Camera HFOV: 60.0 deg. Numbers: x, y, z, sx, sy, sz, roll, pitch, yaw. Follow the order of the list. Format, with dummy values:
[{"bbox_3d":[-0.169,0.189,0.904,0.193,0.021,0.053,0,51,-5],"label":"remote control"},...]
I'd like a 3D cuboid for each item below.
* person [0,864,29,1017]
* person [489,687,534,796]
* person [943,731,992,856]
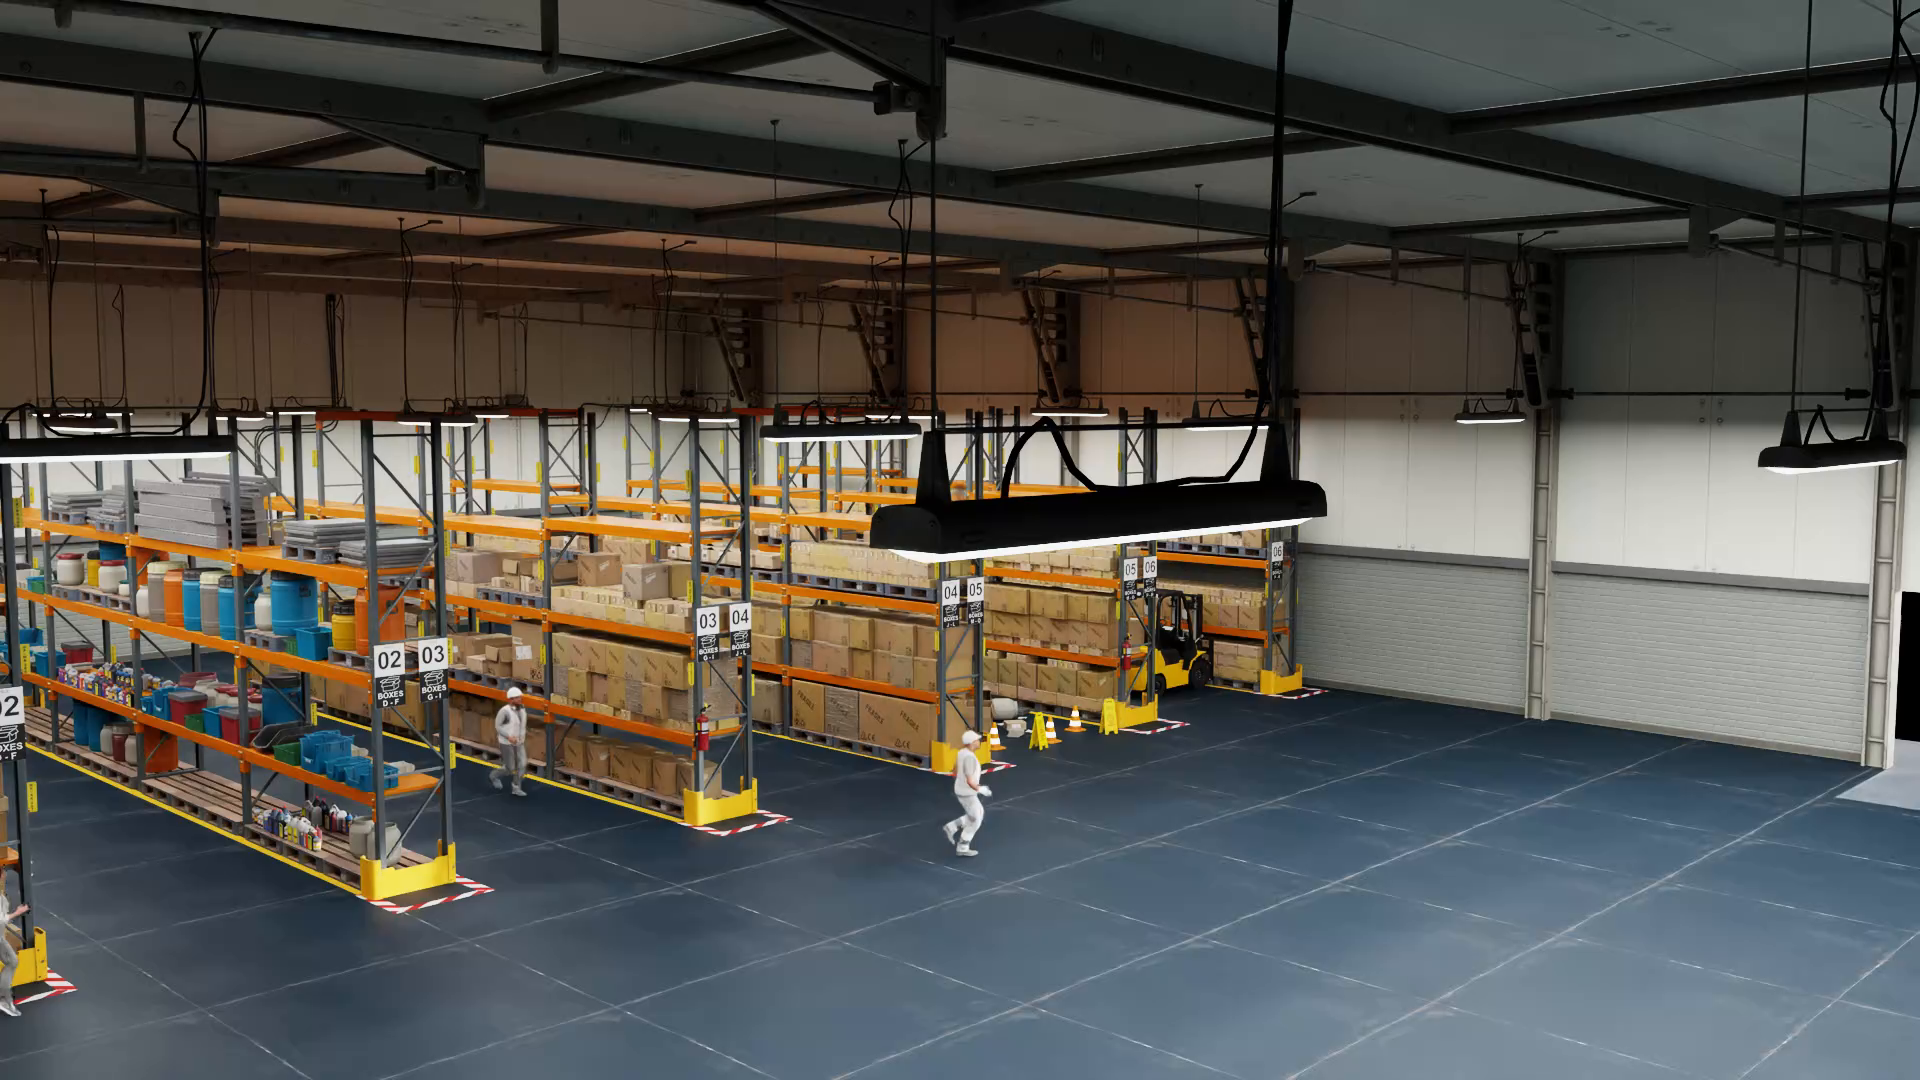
[{"bbox_3d":[-9.791,4.065,16.723,0.773,1.631,0.504,-3,6,-28],"label":"person"},{"bbox_3d":[-7.119,3.159,26.200,0.735,1.727,0.660,4,6,35],"label":"person"},{"bbox_3d":[0.091,3.458,22.730,0.635,1.726,0.655,-1,5,-10],"label":"person"}]
